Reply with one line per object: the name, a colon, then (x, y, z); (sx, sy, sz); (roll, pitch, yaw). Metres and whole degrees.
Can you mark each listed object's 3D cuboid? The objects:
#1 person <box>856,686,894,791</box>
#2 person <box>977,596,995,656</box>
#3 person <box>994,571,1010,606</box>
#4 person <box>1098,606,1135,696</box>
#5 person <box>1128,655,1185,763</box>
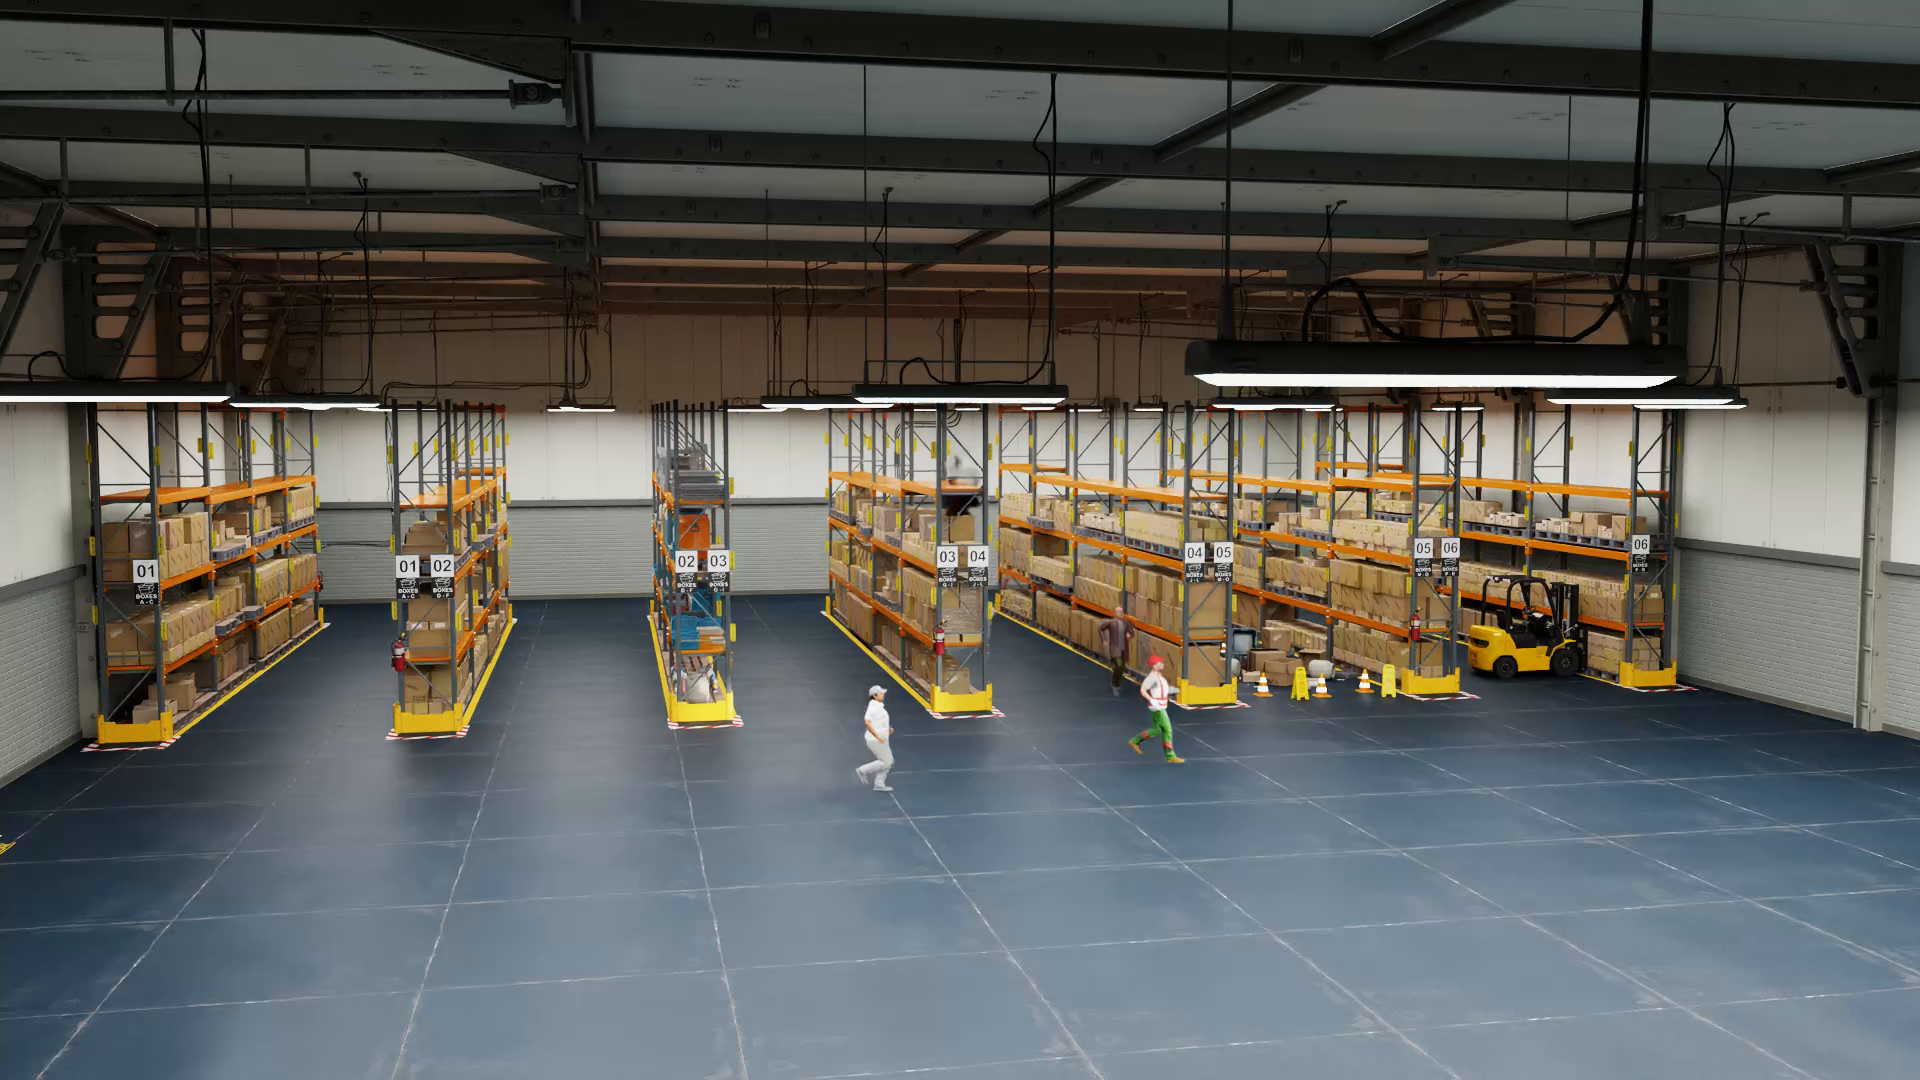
person: (-1.290, 3.013, 25.227); (0.566, 1.620, 0.622); (0, 4, 0)
person: (0.566, 1.993, 39.236); (0.549, 1.552, 0.556); (-2, 5, -23)
person: (1.414, 1.153, 49.888); (0.775, 1.648, 0.591); (-2, 5, -24)
person: (3.246, 2.276, 34.062); (0.670, 1.834, 0.809); (-2, 5, -22)
person: (3.231, 2.766, 27.324); (0.967, 1.768, 0.667); (1, 4, 15)
